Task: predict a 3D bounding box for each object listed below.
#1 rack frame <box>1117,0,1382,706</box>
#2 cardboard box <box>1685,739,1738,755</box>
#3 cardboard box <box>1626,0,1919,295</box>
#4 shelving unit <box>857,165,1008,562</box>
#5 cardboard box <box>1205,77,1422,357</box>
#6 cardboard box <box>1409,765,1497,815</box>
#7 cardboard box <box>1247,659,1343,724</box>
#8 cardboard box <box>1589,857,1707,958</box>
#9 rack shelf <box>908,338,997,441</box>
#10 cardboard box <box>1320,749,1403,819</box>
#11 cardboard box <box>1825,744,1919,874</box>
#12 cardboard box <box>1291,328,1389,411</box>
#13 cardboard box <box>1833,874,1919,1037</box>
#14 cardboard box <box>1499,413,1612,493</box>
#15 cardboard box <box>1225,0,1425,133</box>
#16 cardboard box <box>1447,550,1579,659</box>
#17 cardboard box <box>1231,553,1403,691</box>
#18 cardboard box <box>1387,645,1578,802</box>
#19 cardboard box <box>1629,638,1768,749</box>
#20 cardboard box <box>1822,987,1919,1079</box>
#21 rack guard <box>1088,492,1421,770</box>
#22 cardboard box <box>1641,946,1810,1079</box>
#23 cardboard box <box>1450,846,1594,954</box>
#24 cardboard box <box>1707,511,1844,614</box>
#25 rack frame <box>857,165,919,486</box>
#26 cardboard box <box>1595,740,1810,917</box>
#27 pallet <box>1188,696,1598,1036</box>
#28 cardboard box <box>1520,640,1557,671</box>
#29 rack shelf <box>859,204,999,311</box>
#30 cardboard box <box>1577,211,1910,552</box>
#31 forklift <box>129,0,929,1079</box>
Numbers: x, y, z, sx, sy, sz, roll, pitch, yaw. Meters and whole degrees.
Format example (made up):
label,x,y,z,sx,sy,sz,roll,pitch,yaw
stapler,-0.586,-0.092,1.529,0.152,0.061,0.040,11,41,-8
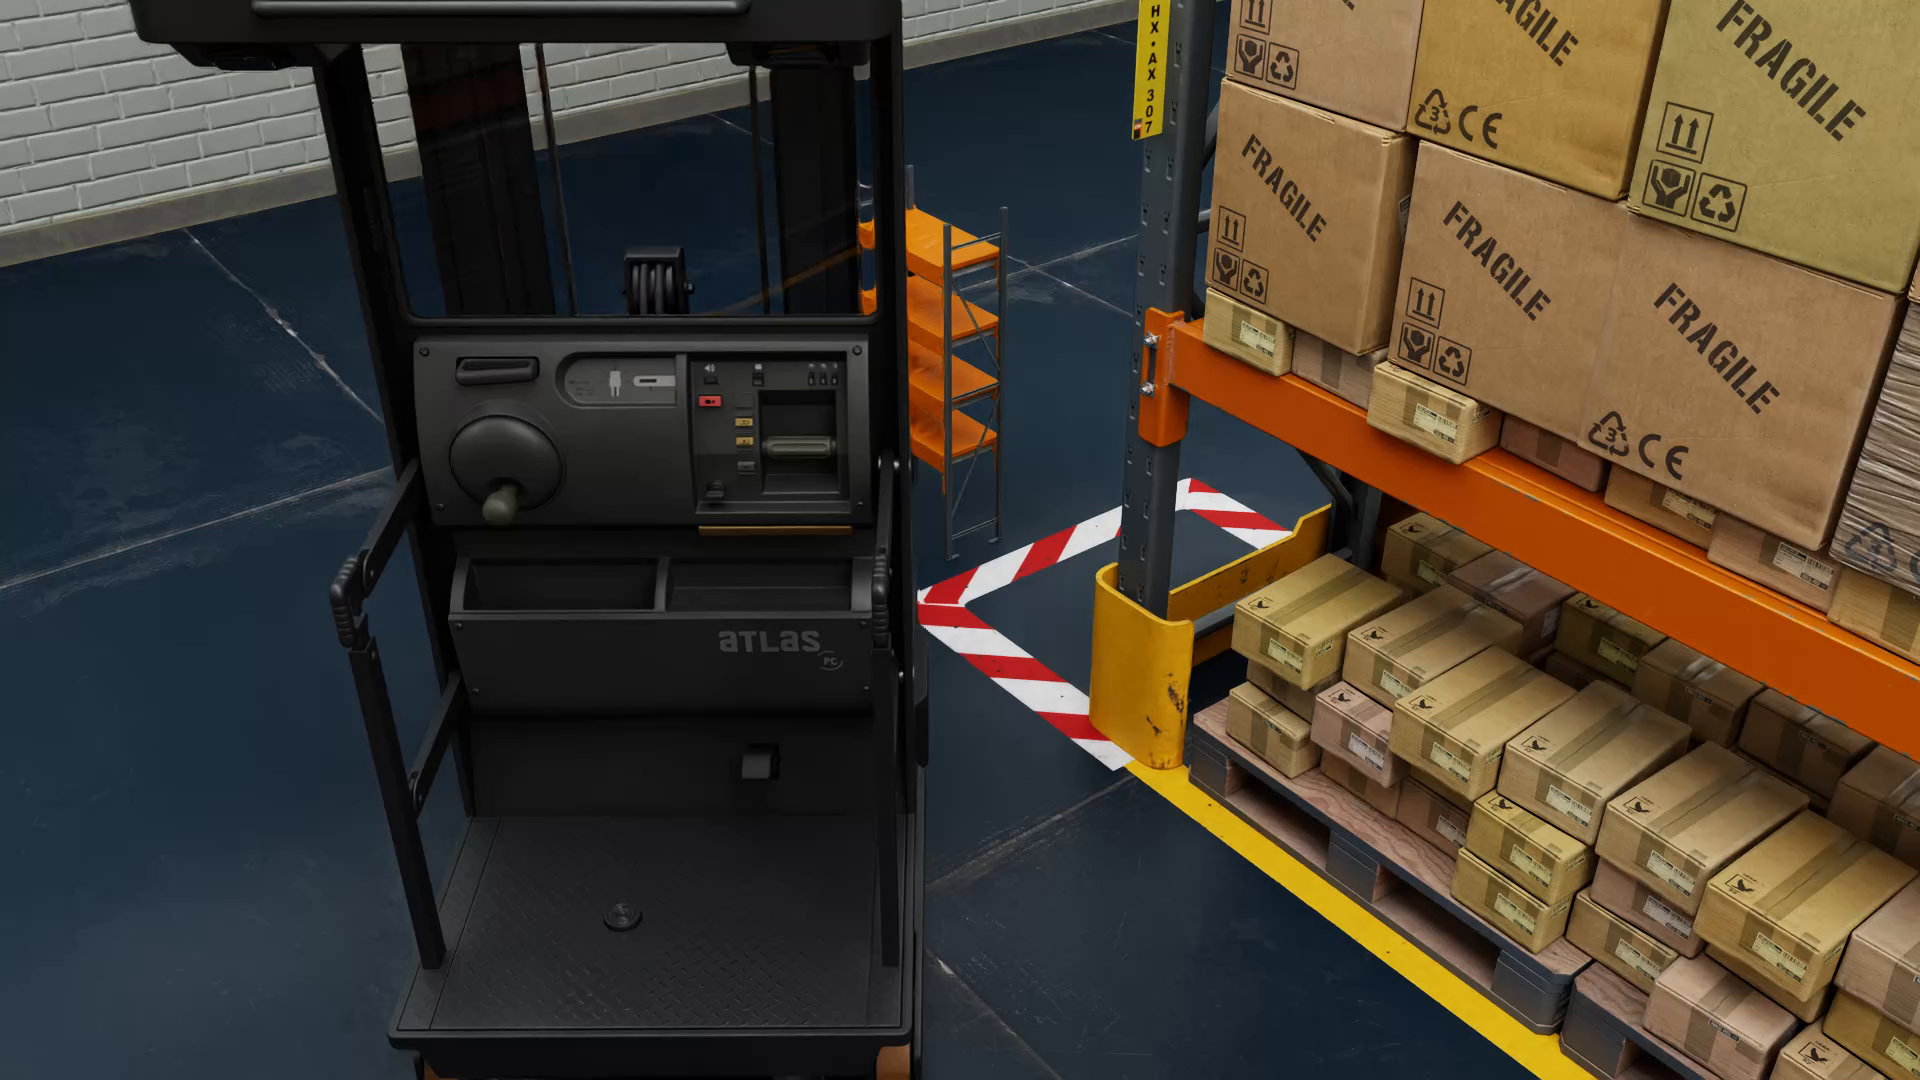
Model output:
label,x,y,z,sx,sy,sz,roll,pitch,yaw
rack frame,0.873,-0.901,4.358,1.000,3.000,0.127,-22,38,-31
cardboard box,1.826,0.494,4.133,0.380,0.149,0.250,-23,38,-32
cardboard box,1.554,-0.789,2.854,0.500,0.500,0.500,-23,39,-32
shelving unit,-0.101,-0.579,5.545,0.258,1.200,0.503,-22,38,-31
cardboard box,0.930,-0.793,3.808,0.500,0.500,0.500,-20,37,-29
cardboard box,1.335,0.512,4.104,0.380,0.149,0.250,-22,38,-31
cardboard box,0.992,0.307,4.435,0.380,0.149,0.250,-21,37,-29
cardboard box,1.644,0.734,3.747,0.380,0.149,0.250,-24,39,-34
rack shelf,-0.101,-0.522,5.580,0.258,0.148,0.480,-22,38,-31
cardboard box,1.167,0.536,4.348,0.380,0.149,0.250,-22,38,-32
cardboard box,2.157,0.576,3.720,0.380,0.149,0.250,-24,39,-33
cardboard box,1.002,-0.461,3.887,0.380,0.149,0.250,-21,37,-30
cardboard box,1.978,0.823,3.322,0.380,0.149,0.250,-22,38,-31
cardboard box,1.391,-0.267,3.576,0.380,0.149,0.250,-20,37,-29
cardboard box,0.939,-1.222,3.550,0.500,0.500,0.500,-23,38,-32
cardboard box,1.507,0.141,4.420,0.380,0.149,0.250,-21,38,-30
cardboard box,0.926,0.207,4.314,0.380,0.149,0.250,-24,39,-33
cardboard box,1.243,0.430,3.956,0.380,0.149,0.250,-22,38,-32
cardboard box,1.874,0.336,4.106,0.380,0.149,0.250,-24,39,-33
cardboard box,2.001,0.950,3.400,0.380,0.149,0.250,-20,37,-29
rack guard,0.920,0.192,4.966,1.175,0.500,0.348,-22,38,-31
cardboard box,1.710,0.987,3.622,0.380,0.149,0.250,-24,39,-34
cardboard box,1.395,0.779,3.956,0.380,0.149,0.250,-22,38,-31
cardboard box,1.667,-0.035,3.201,0.380,0.149,0.250,-23,39,-32
rack frame,-0.251,-0.680,5.708,0.240,1.200,0.015,-22,38,-31
cardboard box,1.623,0.625,3.641,0.380,0.149,0.250,-21,37,-30
pallet,1.390,0.665,4.479,1.003,0.211,1.213,-22,38,-31
cardboard box,1.540,0.259,4.512,0.380,0.149,0.250,-23,39,-32
rack shelf,-0.101,-0.912,5.337,0.258,0.148,0.480,-22,38,-31
cardboard box,1.569,-0.370,3.127,0.500,0.500,0.500,-22,38,-31
forklift,-0.646,-0.171,3.247,1.130,2.935,3.031,0,32,0
